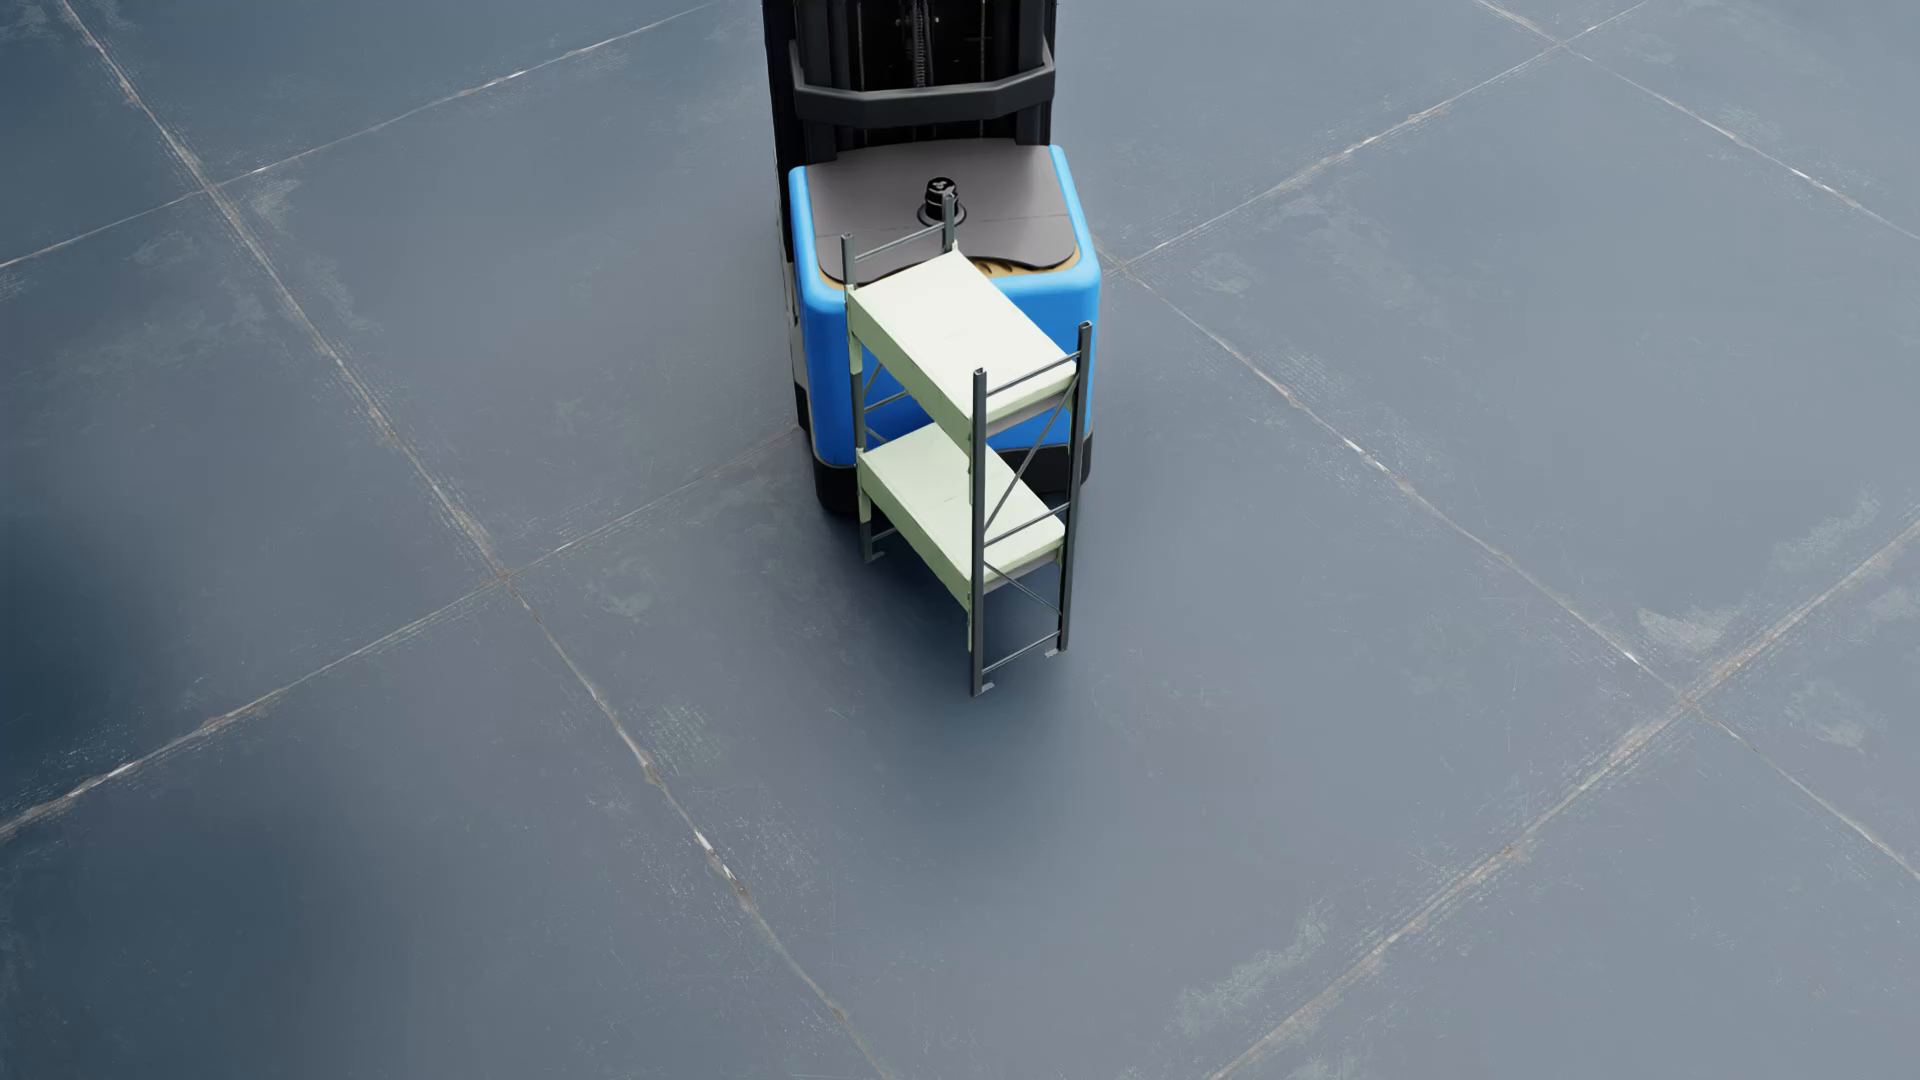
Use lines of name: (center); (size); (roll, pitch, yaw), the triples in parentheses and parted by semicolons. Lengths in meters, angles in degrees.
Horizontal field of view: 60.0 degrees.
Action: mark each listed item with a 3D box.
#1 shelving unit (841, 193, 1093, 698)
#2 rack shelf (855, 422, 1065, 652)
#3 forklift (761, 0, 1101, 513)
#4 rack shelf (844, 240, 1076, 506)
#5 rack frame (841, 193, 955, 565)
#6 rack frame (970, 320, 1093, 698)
shelving unit: (0.009, -0.271, 5.483); (0.431, 1.500, 0.755); (-26, 53, -21)
rack shelf: (0.009, -0.052, 5.725); (0.431, 0.370, 0.720); (-26, 53, -21)
forklift: (-0.221, -2.194, 6.260); (1.130, 2.935, 3.031); (-6, 48, -5)
rack shelf: (0.009, -0.533, 5.194); (0.431, 0.370, 0.720); (-26, 53, -21)
rack frame: (-0.190, -0.498, 5.689); (0.400, 1.500, 0.023); (-26, 53, -21)
rack frame: (0.209, -0.044, 5.277); (0.400, 1.500, 0.023); (-26, 53, -21)
